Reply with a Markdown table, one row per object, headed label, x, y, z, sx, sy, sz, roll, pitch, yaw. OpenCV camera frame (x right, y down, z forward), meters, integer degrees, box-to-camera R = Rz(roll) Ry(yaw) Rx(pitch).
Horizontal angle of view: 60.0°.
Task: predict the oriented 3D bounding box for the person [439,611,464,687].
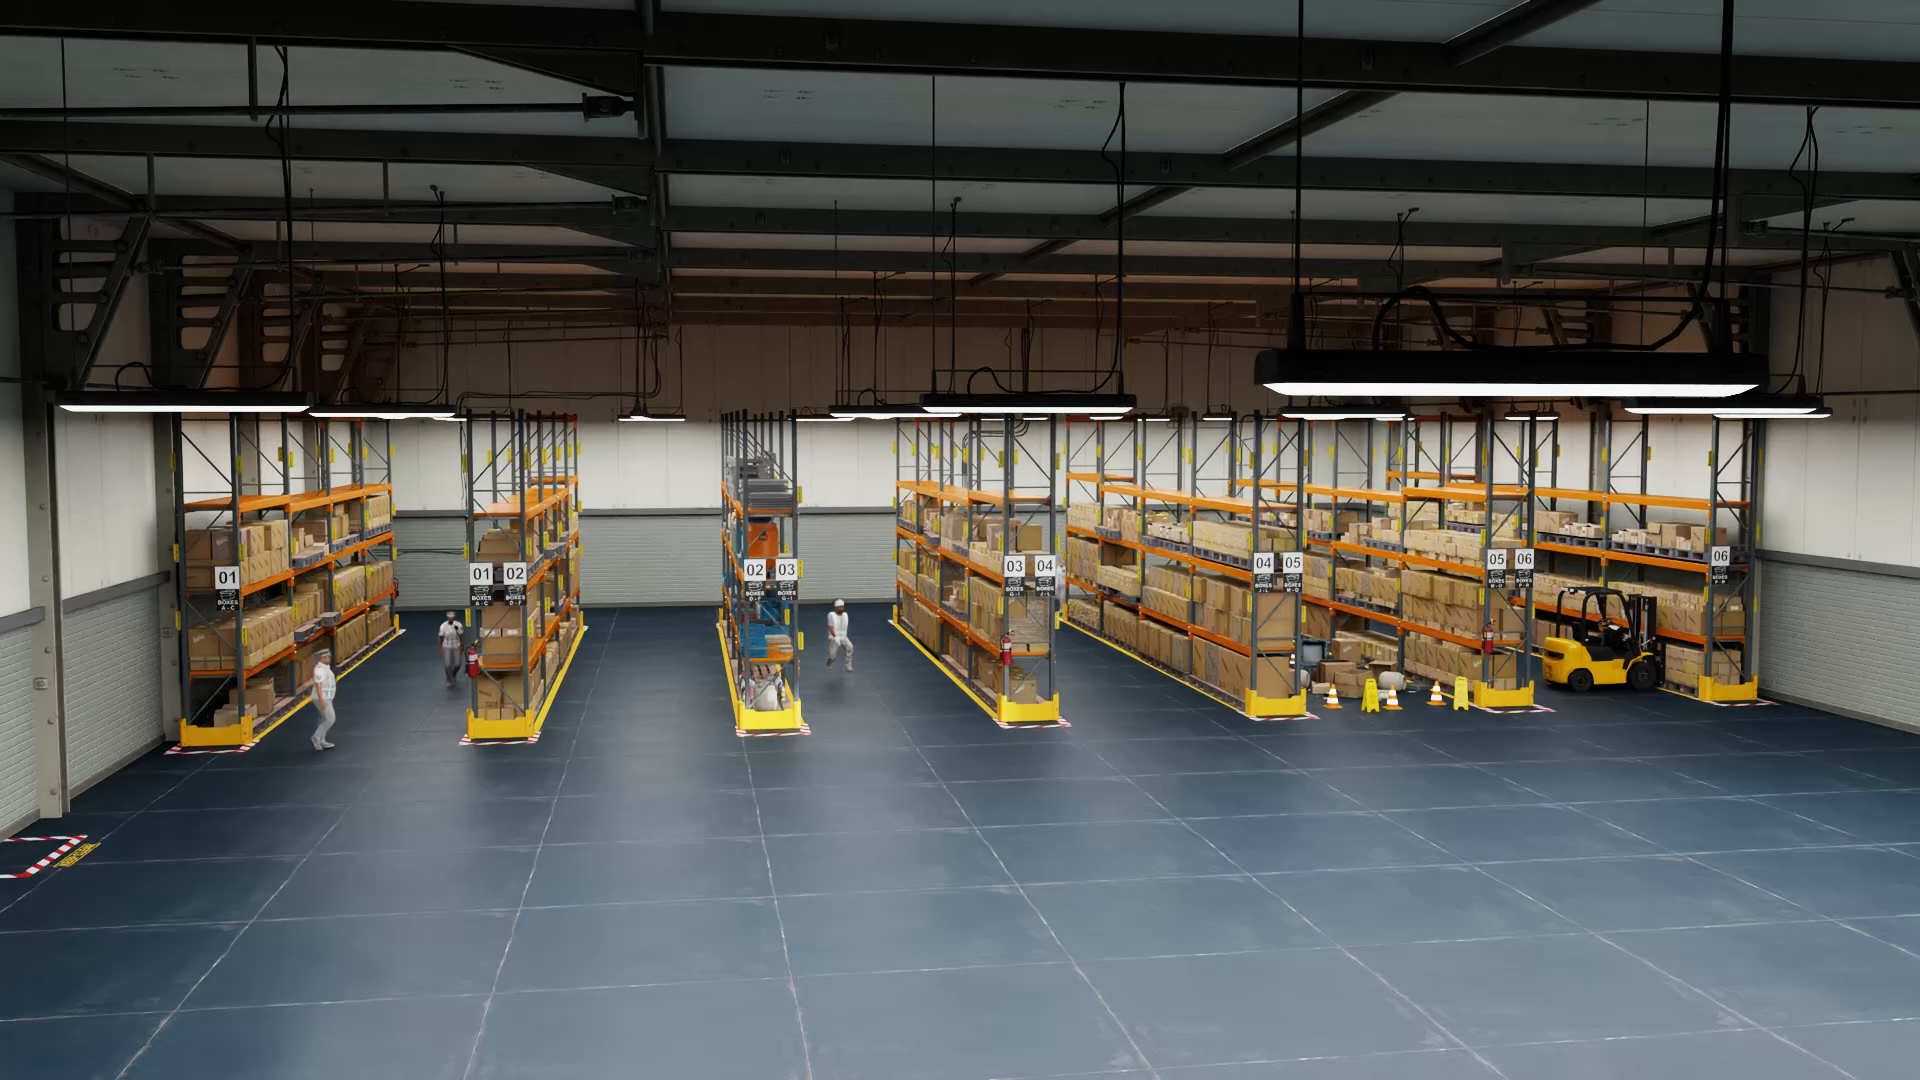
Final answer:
| label | x | y | z | sx | sy | sz | roll | pitch | yaw |
| --- | --- | --- | --- | --- | --- | --- | --- | --- | --- |
| person | -11.147 | 2.366 | 36.457 | 0.540 | 1.658 | 0.517 | -1 | 4 | -19 |

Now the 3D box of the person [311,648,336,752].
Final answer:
| label | x | y | z | sx | sy | sz | roll | pitch | yaw |
| --- | --- | --- | --- | --- | --- | --- | --- | --- | --- |
| person | -11.180 | 2.797 | 29.240 | 0.439 | 1.787 | 0.569 | -1 | 4 | -7 |

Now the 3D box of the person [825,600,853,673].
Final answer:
| label | x | y | z | sx | sy | sz | roll | pitch | yaw |
| --- | --- | --- | --- | --- | --- | --- | --- | --- | --- |
| person | -2.637 | 2.119 | 36.571 | 0.531 | 1.602 | 1.100 | -2 | 4 | -28 |

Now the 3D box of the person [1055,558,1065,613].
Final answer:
| label | x | y | z | sx | sy | sz | roll | pitch | yaw |
| --- | --- | --- | --- | --- | --- | --- | --- | --- | --- |
| person | 3.096 | 1.361 | 50.328 | 0.492 | 1.668 | 0.632 | 3 | 5 | 39 |
